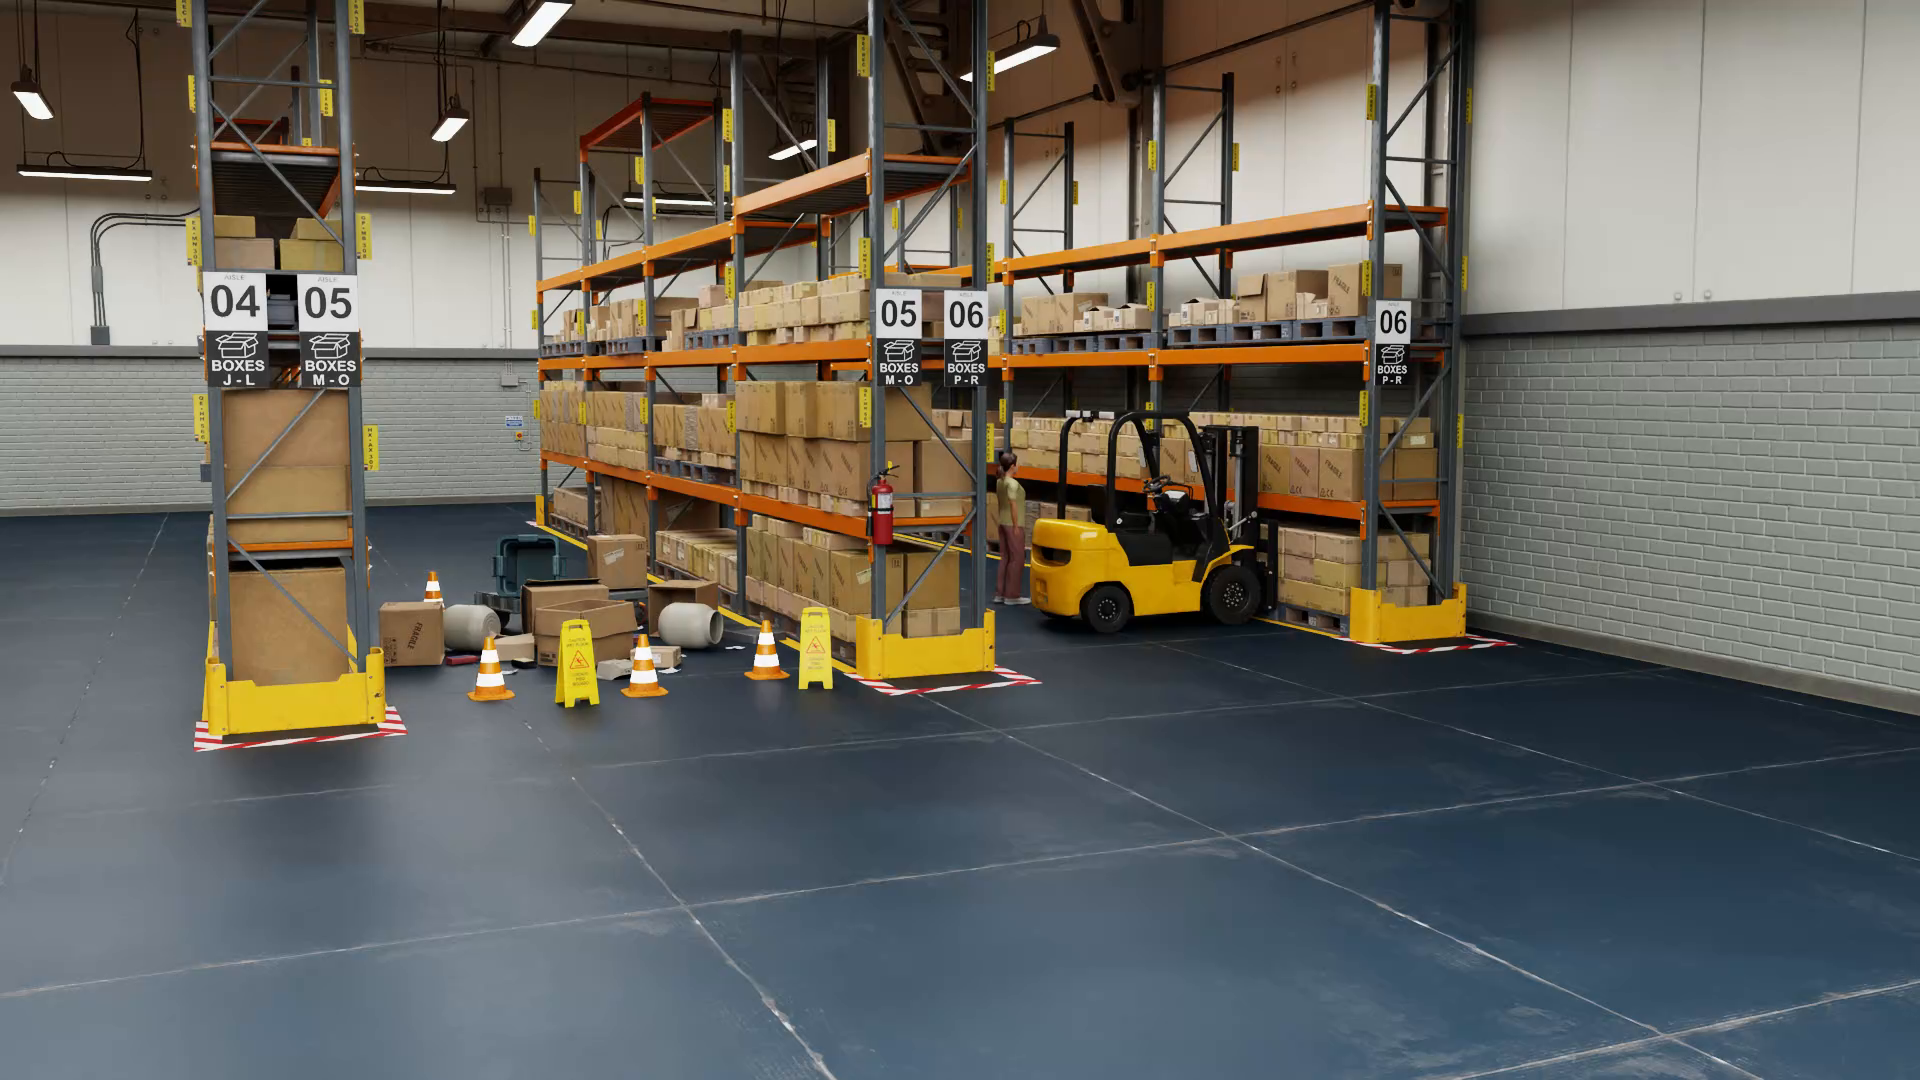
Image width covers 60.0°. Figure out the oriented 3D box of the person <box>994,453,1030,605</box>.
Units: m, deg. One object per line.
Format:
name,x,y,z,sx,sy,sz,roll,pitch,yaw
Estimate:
person,0.553,-0.125,18.340,0.362,1.672,0.440,-2,6,-22
